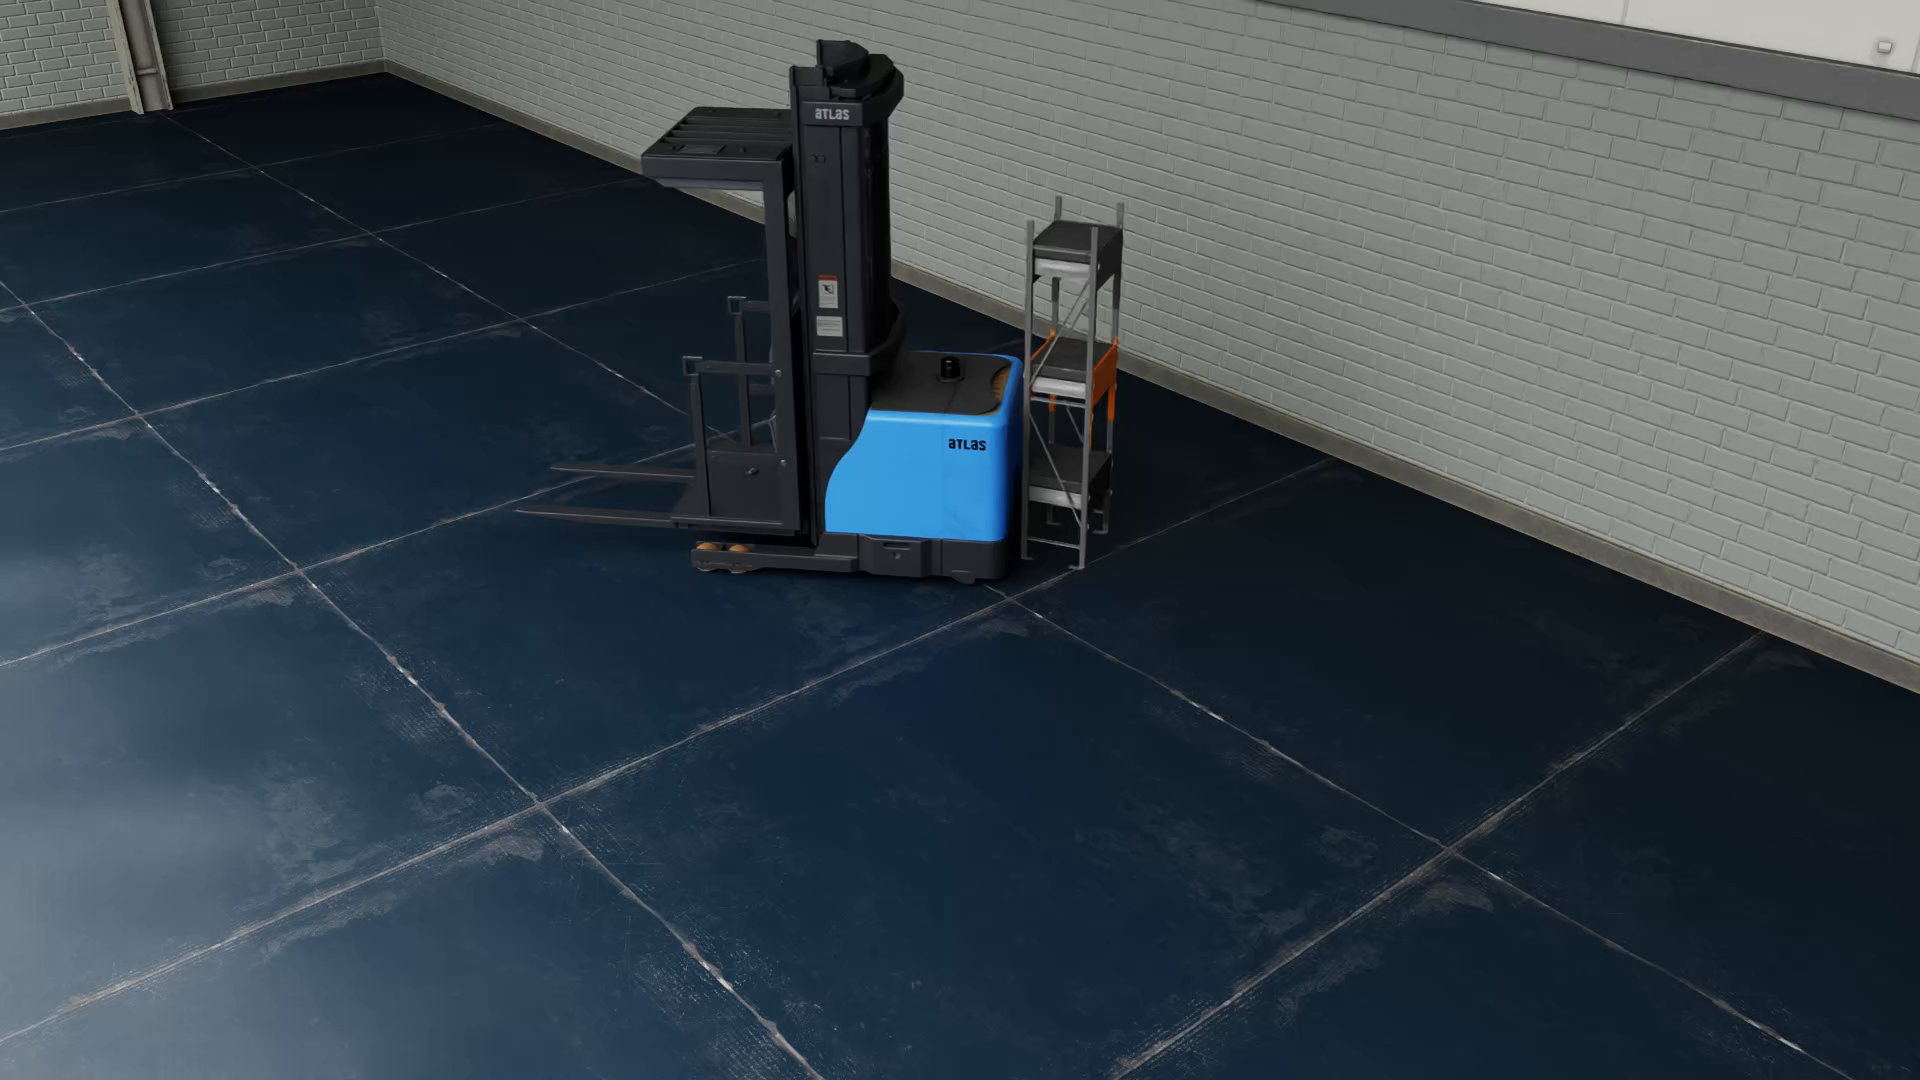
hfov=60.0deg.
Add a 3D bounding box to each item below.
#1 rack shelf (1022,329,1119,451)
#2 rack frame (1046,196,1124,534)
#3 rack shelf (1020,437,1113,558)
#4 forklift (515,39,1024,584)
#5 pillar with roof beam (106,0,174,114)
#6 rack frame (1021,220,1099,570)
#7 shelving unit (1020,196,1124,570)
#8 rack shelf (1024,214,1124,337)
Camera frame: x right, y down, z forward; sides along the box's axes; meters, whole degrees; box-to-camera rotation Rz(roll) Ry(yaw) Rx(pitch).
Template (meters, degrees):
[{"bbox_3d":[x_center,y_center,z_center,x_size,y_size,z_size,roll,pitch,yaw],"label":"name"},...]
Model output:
[{"bbox_3d":[0.644,-0.878,9.694,0.431,0.518,0.480,10,30,19],"label":"rack shelf"},{"bbox_3d":[0.732,-0.997,9.888,0.400,2.100,0.015,10,30,19],"label":"rack frame"},{"bbox_3d":[0.644,-0.261,10.024,0.431,0.518,0.480,10,30,19],"label":"rack shelf"},{"bbox_3d":[-1.162,-1.335,9.637,3.031,2.935,1.130,4,28,7],"label":"forklift"},{"bbox_3d":[-6.863,-7.578,14.882,0.400,9.000,9.100,-22,35,-35],"label":"pillar with roof beam"},{"bbox_3d":[0.556,-0.783,9.486,0.400,2.100,0.015,10,30,19],"label":"rack frame"},{"bbox_3d":[0.644,-0.890,9.687,0.431,2.100,0.503,10,30,19],"label":"shelving unit"},{"bbox_3d":[0.644,-1.495,9.363,0.431,0.518,0.480,10,30,19],"label":"rack shelf"}]
